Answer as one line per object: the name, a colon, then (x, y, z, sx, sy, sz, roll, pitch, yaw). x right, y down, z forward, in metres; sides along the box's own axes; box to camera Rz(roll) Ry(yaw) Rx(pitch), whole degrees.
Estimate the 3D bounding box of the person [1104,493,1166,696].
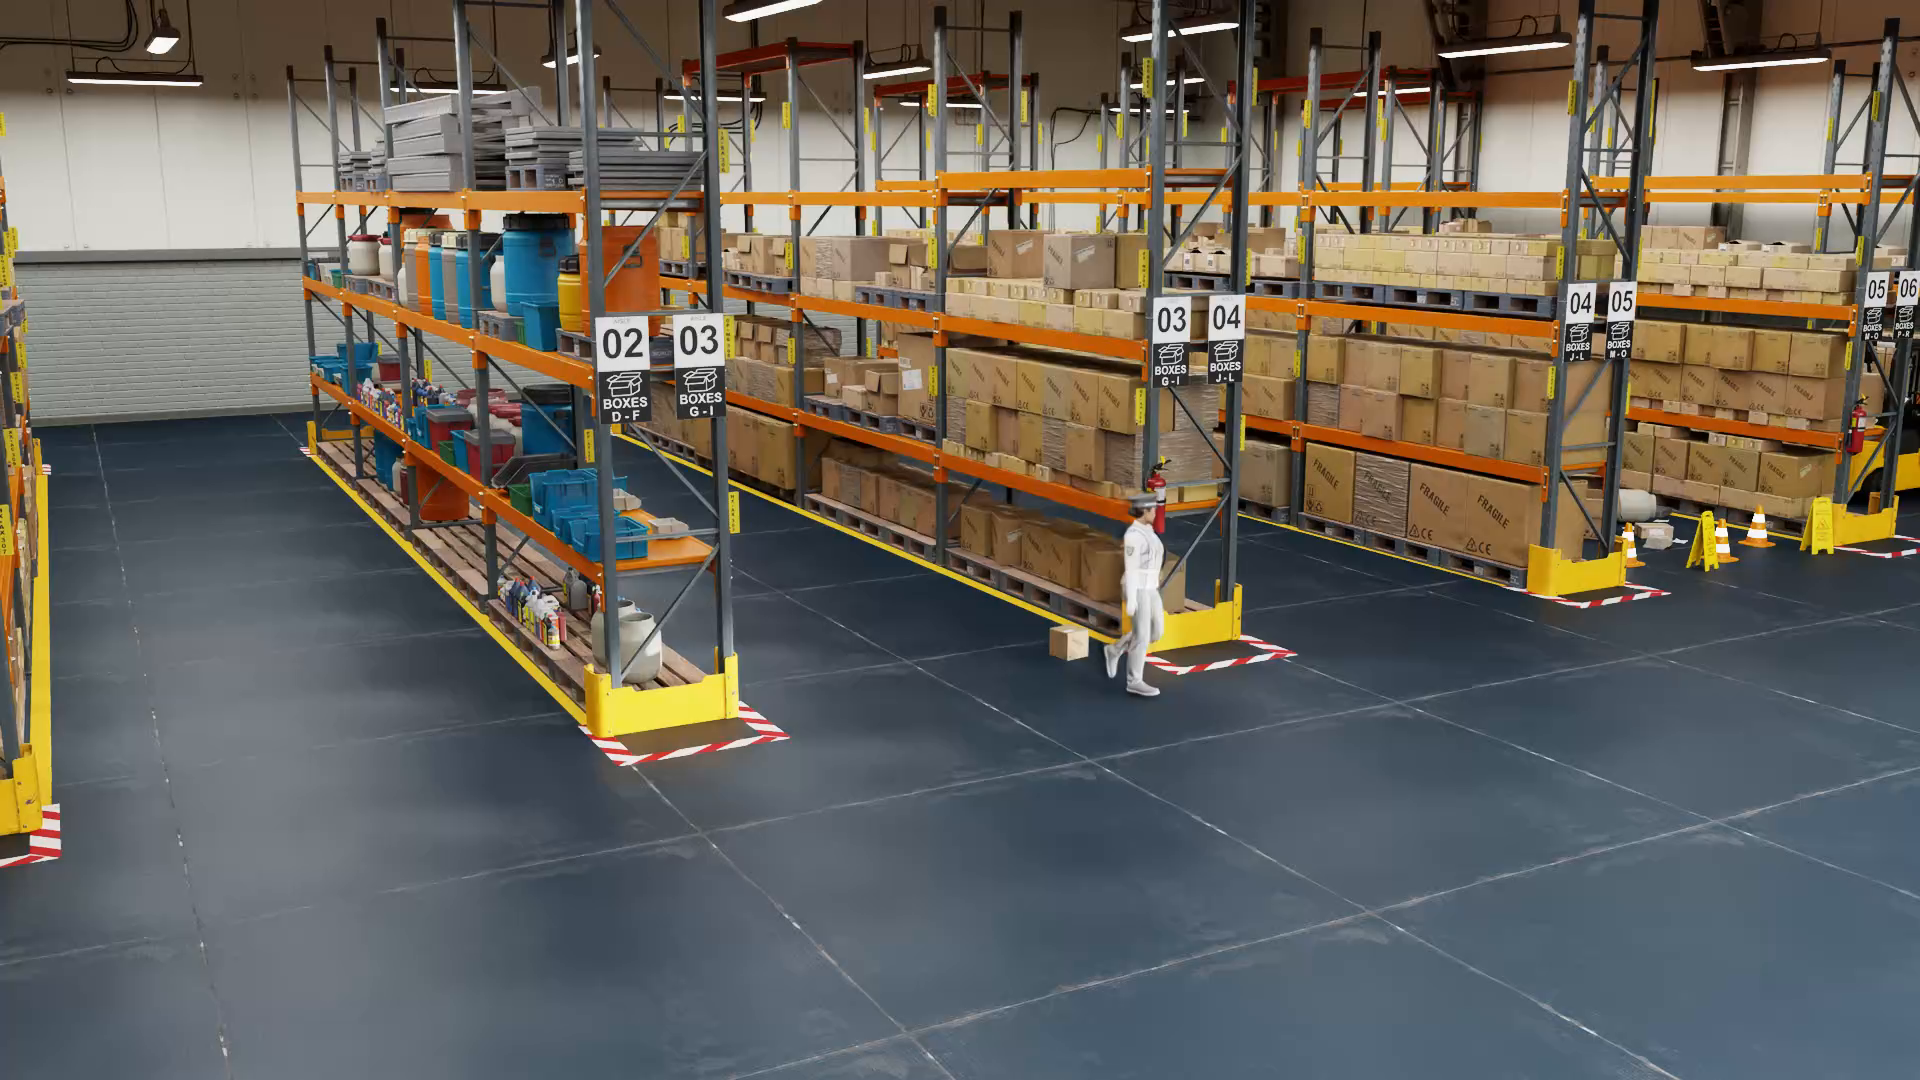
person: (1.456, 0.429, 13.805, 0.553, 1.647, 0.536, 5, 13, 24)
